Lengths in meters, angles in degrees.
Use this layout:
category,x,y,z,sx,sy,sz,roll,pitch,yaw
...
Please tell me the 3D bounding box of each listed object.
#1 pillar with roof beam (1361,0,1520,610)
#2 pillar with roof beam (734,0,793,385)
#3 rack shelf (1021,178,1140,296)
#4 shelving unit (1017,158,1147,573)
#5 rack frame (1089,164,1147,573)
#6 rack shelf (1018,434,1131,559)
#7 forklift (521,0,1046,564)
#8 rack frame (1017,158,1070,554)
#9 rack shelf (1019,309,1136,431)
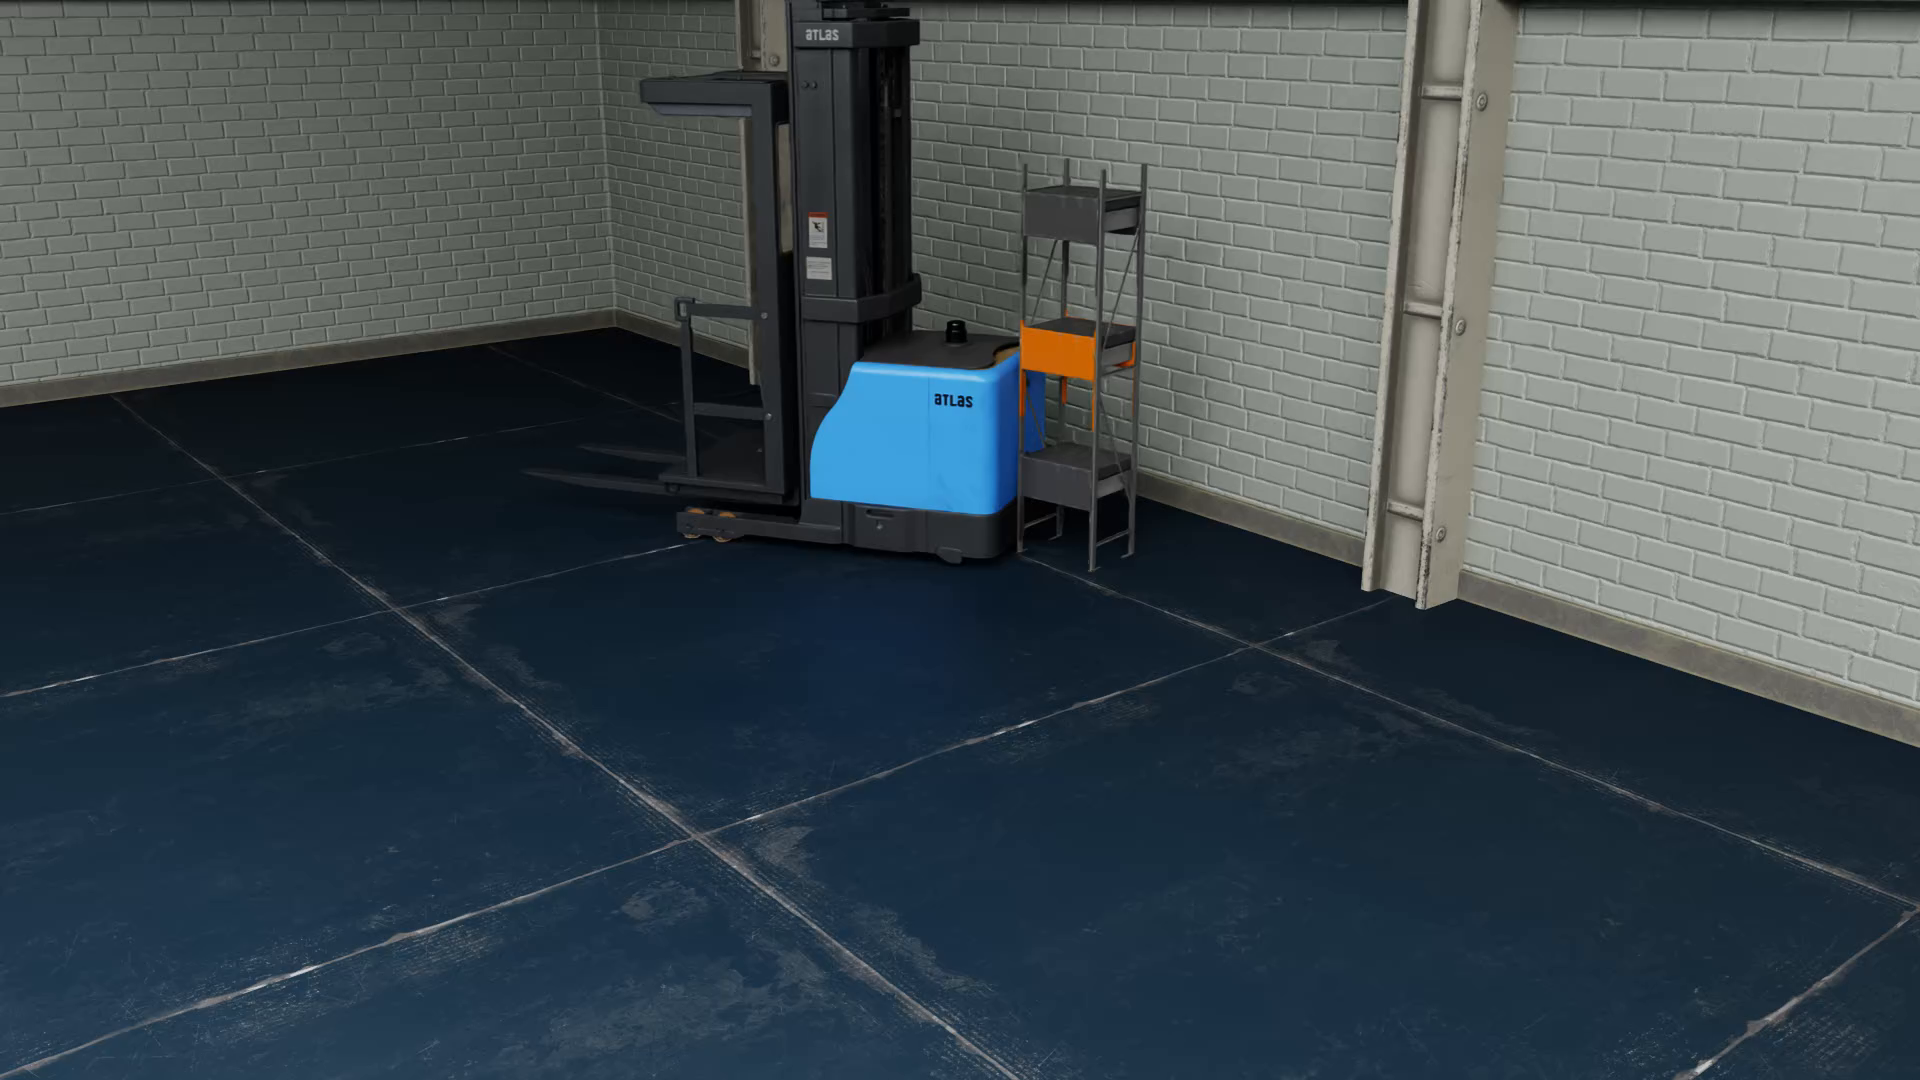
category,x,y,z,sx,sy,sz,roll,pitch,yaw
pillar with roof beam,-1.061,-3.161,4.594,9.100,9.000,0.400,-14,23,-36
pillar with roof beam,-4.786,-4.640,9.059,9.100,9.000,0.400,-14,23,-36
rack shelf,0.633,-1.572,8.585,0.480,0.518,0.431,15,23,37
shelving unit,0.633,-0.920,8.801,0.503,2.100,0.431,15,23,37
rack frame,0.821,-0.871,8.653,0.015,2.100,0.400,15,23,37
rack shelf,0.633,-0.243,9.025,0.480,0.518,0.431,15,23,37
forklift,-1.073,-1.527,9.310,3.031,2.935,1.130,6,19,18
rack frame,0.445,-0.969,8.949,0.015,2.100,0.400,15,23,37
rack shelf,0.633,-0.907,8.805,0.480,0.518,0.431,15,23,37
